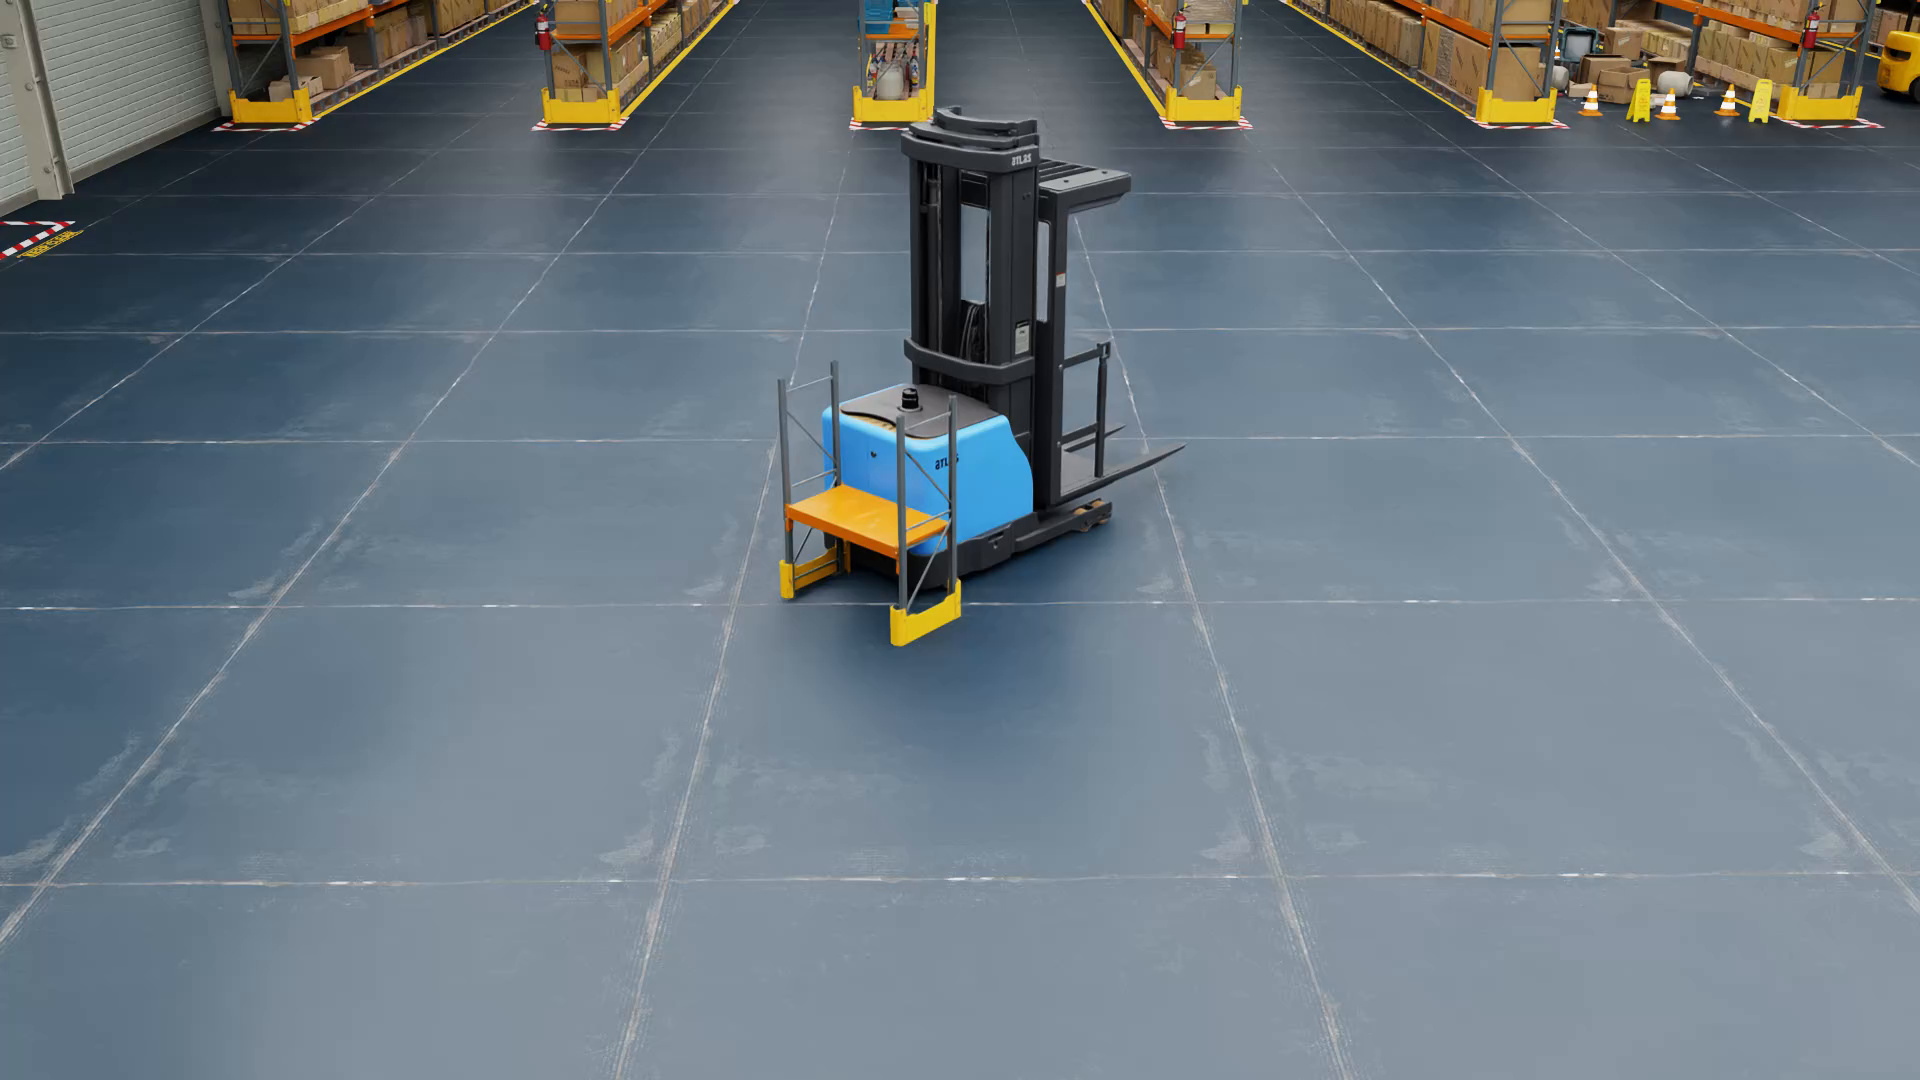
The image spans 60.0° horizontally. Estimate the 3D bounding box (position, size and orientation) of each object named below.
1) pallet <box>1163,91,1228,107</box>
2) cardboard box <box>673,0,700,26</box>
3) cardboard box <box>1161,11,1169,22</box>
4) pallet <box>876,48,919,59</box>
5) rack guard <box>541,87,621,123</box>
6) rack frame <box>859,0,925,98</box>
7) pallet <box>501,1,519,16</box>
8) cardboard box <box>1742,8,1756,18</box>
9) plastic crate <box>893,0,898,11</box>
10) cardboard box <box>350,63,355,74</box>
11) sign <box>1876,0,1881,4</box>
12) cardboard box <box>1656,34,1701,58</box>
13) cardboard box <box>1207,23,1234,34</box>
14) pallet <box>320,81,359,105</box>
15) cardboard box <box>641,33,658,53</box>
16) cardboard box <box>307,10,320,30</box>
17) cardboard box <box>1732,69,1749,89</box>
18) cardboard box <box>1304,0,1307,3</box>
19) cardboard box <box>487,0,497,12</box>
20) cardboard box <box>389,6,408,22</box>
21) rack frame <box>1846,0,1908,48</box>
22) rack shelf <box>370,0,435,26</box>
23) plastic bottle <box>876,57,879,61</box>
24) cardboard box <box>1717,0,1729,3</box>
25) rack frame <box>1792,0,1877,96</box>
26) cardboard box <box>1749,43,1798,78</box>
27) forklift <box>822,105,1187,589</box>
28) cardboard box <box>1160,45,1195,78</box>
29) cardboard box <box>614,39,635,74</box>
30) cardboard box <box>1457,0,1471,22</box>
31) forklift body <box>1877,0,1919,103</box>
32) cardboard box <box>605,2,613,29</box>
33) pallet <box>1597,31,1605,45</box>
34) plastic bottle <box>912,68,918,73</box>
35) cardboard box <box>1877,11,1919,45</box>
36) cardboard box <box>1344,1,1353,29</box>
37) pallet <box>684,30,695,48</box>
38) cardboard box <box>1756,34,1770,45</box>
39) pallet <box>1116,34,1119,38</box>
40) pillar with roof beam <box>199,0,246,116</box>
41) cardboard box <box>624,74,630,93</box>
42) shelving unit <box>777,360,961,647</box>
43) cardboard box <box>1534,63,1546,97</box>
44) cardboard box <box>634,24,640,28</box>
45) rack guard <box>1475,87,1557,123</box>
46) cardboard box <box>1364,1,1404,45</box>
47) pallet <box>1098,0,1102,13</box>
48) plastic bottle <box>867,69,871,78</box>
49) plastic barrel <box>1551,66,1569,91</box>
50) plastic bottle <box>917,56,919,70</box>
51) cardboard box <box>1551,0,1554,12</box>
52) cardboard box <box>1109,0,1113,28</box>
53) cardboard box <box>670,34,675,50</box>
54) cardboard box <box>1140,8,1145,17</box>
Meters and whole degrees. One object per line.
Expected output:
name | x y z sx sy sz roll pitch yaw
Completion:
pallet | 3.917 -7.196 27.404 1.003 0.211 1.213 0 24 -1
cardboard box | -5.843 -11.241 35.464 0.500 0.500 0.500 -1 24 -2
cardboard box | 3.560 -8.720 27.694 0.380 0.149 0.250 0 24 -1
pallet | -1.168 -9.283 32.018 1.003 0.211 1.213 0 24 -1
rack guard | -6.014 -6.908 26.417 1.175 0.500 0.348 0 24 -1
rack frame | -1.061 -8.078 25.970 1.000 3.000 0.127 0 24 -1
pallet | -11.045 -12.525 39.187 1.003 0.211 1.213 0 24 -1
cardboard box | 13.475 -8.916 28.129 0.380 0.149 0.250 0 24 -1
plastic crate | -1.226 -9.481 29.149 0.767 0.338 0.504 0 24 -1
cardboard box | -10.976 -8.371 29.522 0.380 0.166 0.250 -3 25 -7
sign | 14.343 -8.541 25.945 0.100 0.325 0.005 0 24 -1
cardboard box | 13.738 -9.299 31.350 0.950 0.372 0.625 1 24 3
cardboard box | 4.127 -8.104 26.333 0.380 0.149 0.250 0 24 -1
pallet | -10.952 -7.630 28.365 1.003 0.211 1.213 0 24 -1
cardboard box | -5.813 -9.071 30.312 0.500 0.311 0.500 0 24 0
cardboard box | -10.675 -8.390 26.819 0.500 0.250 0.500 -1 24 -2
cardboard box | 13.514 -7.844 28.280 0.500 0.250 0.500 -1 24 -2
cardboard box | 8.365 -12.825 39.417 0.380 0.149 0.250 -1 24 -3
cardboard box | -11.004 -12.339 37.916 0.700 0.500 0.500 0 24 0
cardboard box | -11.051 -10.201 32.255 0.500 0.250 0.500 0 24 0
rack frame | 18.677 -11.465 33.459 1.000 3.000 0.127 0 24 -1
rack shelf | -11.033 -10.178 31.486 1.077 0.370 4.000 0 24 -1
plastic bottle | -1.509 -8.419 29.496 0.152 0.276 0.135 1 24 1
cardboard box | 13.512 -9.584 28.819 0.500 0.500 0.500 0 24 -1
rack frame | 13.801 -8.144 26.118 1.000 3.000 0.127 0 24 -1
cardboard box | 13.522 -7.969 27.646 0.500 0.500 0.500 1 24 1
forklift | 0.454 -1.526 11.566 1.130 2.935 3.031 22 32 40
cardboard box | 3.826 -8.400 29.206 0.500 0.500 0.500 8 25 16
cardboard box | -5.811 -8.177 28.107 0.500 0.500 0.500 0 24 -1
cardboard box | 8.847 -8.978 27.778 0.875 0.550 0.500 0 24 -1
forklift body | 16.919 -8.555 28.055 2.313 2.155 1.214 0 24 -1
cardboard box | -6.017 -8.511 26.807 0.700 0.500 0.500 0 24 1
pallet | 13.780 -10.496 34.700 1.003 0.211 1.213 0 24 -1
plastic bottle | -0.773 -7.925 28.409 0.097 0.271 0.097 0 24 0
cardboard box | 18.685 -10.048 32.698 0.875 0.625 0.625 1 24 1
cardboard box | 8.472 -11.131 35.245 0.500 0.500 0.500 -1 24 -3
pallet | -6.072 -10.391 34.468 1.003 0.211 1.213 0 24 -1
cardboard box | 13.461 -8.304 27.600 0.380 0.149 0.250 0 24 0
pallet | 3.860 -10.953 35.710 1.003 0.211 1.213 0 24 -1
pillar with roof beam | -7.536 -11.070 25.307 9.100 9.000 0.400 0 24 -1
cardboard box | -5.812 -7.629 27.806 0.500 0.250 0.500 0 24 -1
shelving unit | -0.585 -0.255 10.494 1.083 1.500 0.587 20 31 37
cardboard box | 9.852 -7.956 28.731 0.500 0.500 0.500 4 25 9
cardboard box | -6.366 -9.692 31.686 0.500 0.311 0.500 -1 24 -1
rack guard | 8.852 -6.932 26.470 1.175 0.500 0.348 0 24 -1
cardboard box | 8.682 -10.292 33.087 1.050 0.750 0.750 -1 24 -1
pallet | 3.814 -12.592 39.335 1.003 0.211 1.213 0 24 -1
plastic bottle | -1.539 -7.843 28.214 0.061 0.283 0.133 0 24 1
plastic barrel | 10.355 -8.094 29.133 0.512 0.421 0.421 19 30 35
plastic bottle | -0.770 -8.492 29.648 0.061 0.283 0.133 1 24 2
cardboard box | 13.770 -12.372 38.065 0.875 0.438 0.875 -1 24 -1
cardboard box | 3.815 -11.271 35.100 1.225 0.875 0.875 0 24 0
cardboard box | -5.840 -9.657 32.288 0.500 0.250 0.500 0 24 1
cardboard box | 3.841 -10.524 32.968 0.500 0.250 0.500 1 24 2
